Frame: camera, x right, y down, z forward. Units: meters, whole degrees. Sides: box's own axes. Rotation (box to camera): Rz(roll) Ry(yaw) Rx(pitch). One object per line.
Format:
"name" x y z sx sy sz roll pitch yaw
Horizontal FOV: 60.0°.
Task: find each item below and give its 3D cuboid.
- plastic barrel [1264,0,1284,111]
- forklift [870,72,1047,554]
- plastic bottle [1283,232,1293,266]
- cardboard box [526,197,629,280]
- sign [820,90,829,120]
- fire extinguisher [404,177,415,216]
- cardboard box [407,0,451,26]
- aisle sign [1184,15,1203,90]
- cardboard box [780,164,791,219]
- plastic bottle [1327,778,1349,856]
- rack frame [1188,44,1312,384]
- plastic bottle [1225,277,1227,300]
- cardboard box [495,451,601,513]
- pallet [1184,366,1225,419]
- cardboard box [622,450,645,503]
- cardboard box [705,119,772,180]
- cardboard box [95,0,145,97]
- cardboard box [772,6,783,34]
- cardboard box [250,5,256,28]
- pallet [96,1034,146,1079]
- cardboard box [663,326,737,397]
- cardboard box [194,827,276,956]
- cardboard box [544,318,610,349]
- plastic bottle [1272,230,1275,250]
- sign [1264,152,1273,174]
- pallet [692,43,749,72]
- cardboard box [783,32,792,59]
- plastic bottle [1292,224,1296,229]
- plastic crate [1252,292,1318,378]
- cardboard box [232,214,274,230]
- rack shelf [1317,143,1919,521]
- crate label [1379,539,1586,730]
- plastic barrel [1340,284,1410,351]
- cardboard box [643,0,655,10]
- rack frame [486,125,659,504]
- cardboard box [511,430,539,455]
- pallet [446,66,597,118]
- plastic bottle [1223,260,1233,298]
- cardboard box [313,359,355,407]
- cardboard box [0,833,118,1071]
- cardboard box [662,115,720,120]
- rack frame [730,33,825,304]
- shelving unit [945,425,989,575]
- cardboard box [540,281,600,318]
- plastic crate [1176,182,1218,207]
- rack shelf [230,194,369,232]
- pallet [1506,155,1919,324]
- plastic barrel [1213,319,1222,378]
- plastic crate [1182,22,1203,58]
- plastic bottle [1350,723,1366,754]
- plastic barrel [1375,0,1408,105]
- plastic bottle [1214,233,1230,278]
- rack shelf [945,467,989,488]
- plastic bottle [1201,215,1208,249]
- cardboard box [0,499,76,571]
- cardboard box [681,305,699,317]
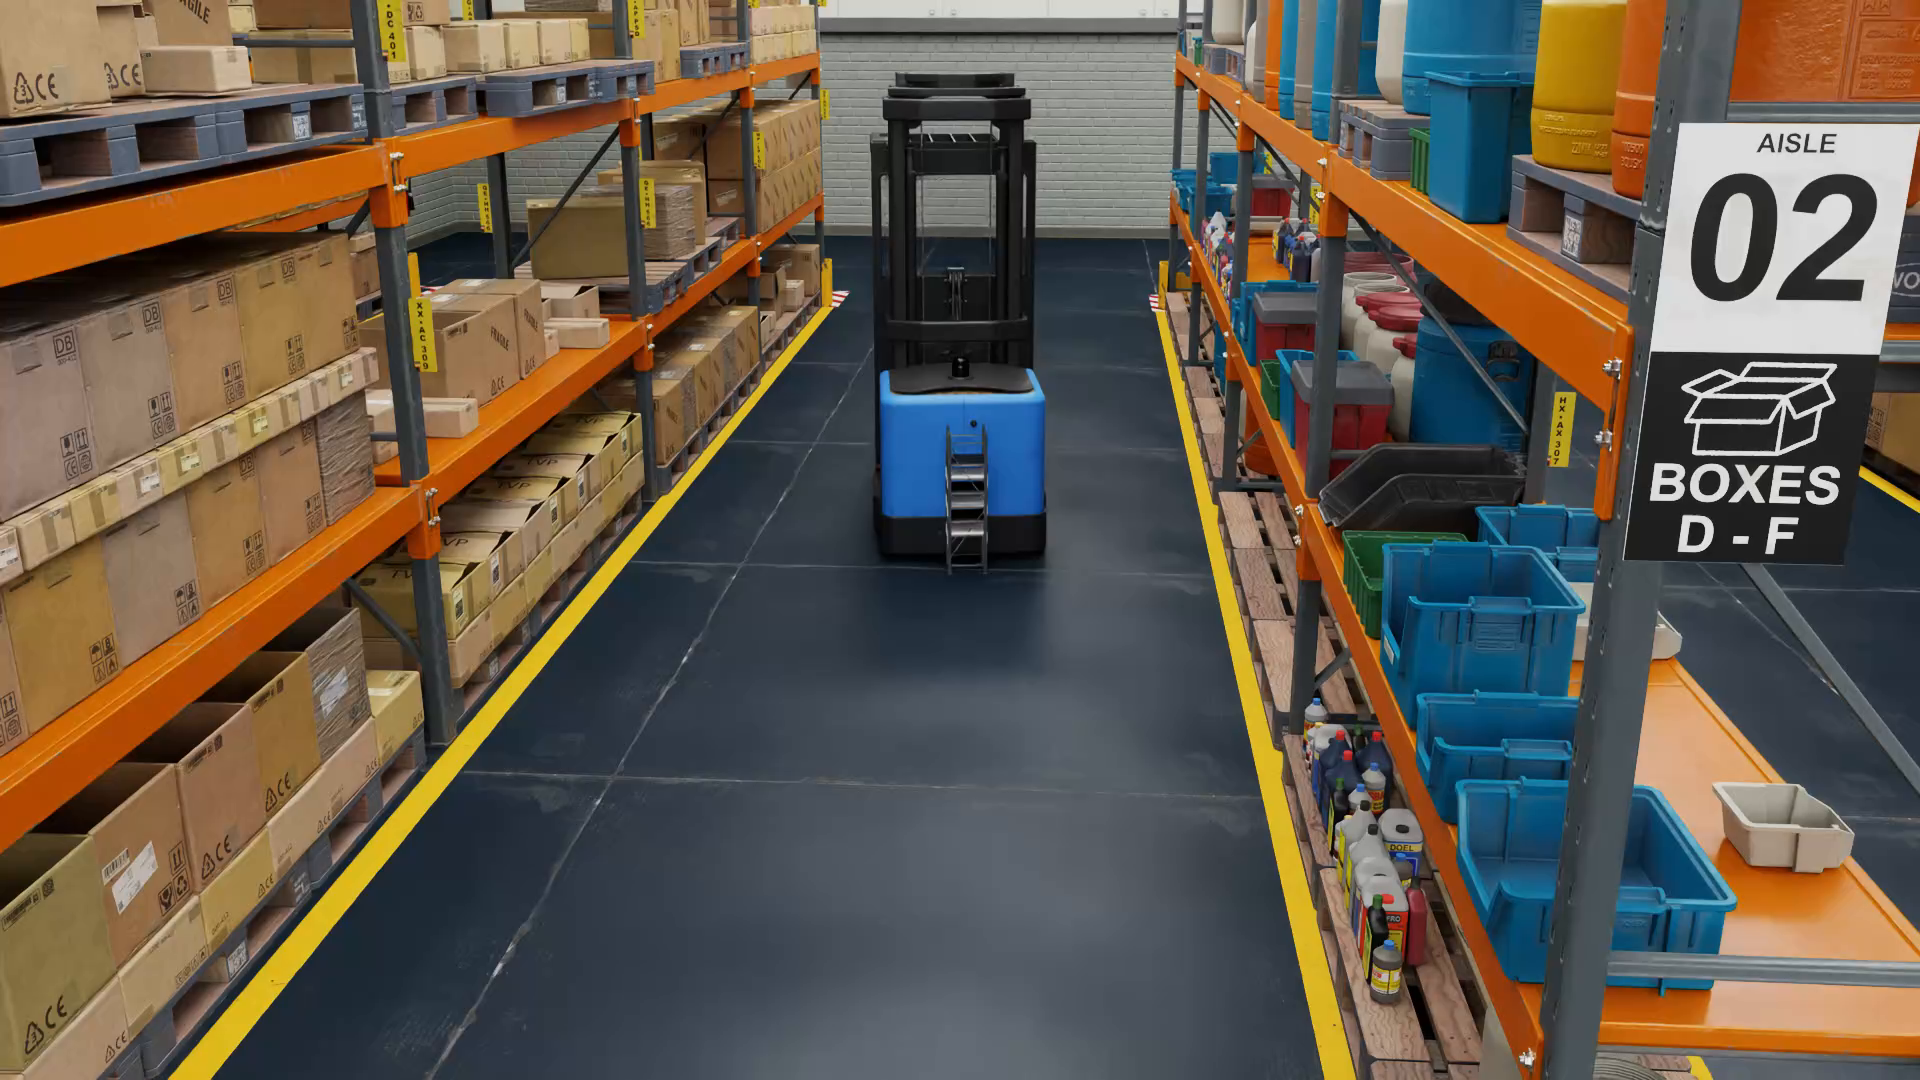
"plastic barrel" 1.978 -2.774 9.063 0.600 0.830 0.708 1 18 4
"forklift" -0.057 -1.714 11.447 1.130 2.935 3.031 -1 18 -3
"plastic bottle" 2.693 -2.376 13.563 0.097 0.271 0.097 0 18 0
"cardboard box" -2.708 -2.154 11.845 0.700 0.500 0.500 -5 19 -15
"sign" -1.515 -4.875 18.618 0.100 0.325 0.005 1 18 4
"fire extinguisher" -6.537 -4.126 19.420 0.296 0.674 0.183 1 18 4
"cardboard box" -2.826 -2.745 8.028 0.500 0.500 0.500 3 18 9
"aisle sign" 2.582 -5.346 18.247 0.394 0.787 0.004 1 18 4
"cardboard box" -1.974 -3.466 16.521 0.500 0.500 0.500 1 18 4
"plastic bottle" 1.474 1.077 6.474 0.061 0.283 0.133 2 18 6
"rack frame" 2.587 -2.840 14.772 1.000 3.000 0.127 1 18 4
"plastic bottle" 1.967 -1.836 12.028 0.097 0.201 0.097 0 18 0
"cardboard box" -2.502 -0.382 10.112 0.500 0.311 0.500 1 18 4
"pallet" 2.490 -1.276 14.478 1.003 0.211 1.213 1 18 4
"cardboard box" -2.435 -0.433 11.169 0.500 0.250 0.500 2 18 5
"cardboard box" -2.039 -3.614 15.369 0.500 0.500 0.500 2 18 5
"cardboard box" -3.171 -1.699 5.408 0.797 0.503 0.637 3 18 10
"cardboard box" -1.990 -4.999 15.983 0.500 0.250 0.500 1 18 4
"cardboard box" -6.932 -5.029 16.041 0.500 0.250 0.500 1 18 3
"pallet" -3.201 1.862 4.901 1.003 0.211 1.213 1 18 4
"cardboard box" -2.184 -1.504 14.003 0.500 0.500 0.500 2 18 5
"cardboard box" -2.845 1.255 6.016 0.500 0.250 0.500 1 18 4
"cardboard box" -2.429 -1.304 10.489 0.380 0.149 0.250 1 18 4
"plastic bottle" 2.755 -2.613 14.398 0.097 0.201 0.097 0 18 0
"sign" 3.423 -4.152 18.516 0.100 0.325 0.005 1 18 4
"pallet" -2.471 -4.087 14.062 1.213 0.211 1.003 1 18 4
"cardboard box" -1.962 -4.917 16.535 0.500 0.250 0.500 1 18 4
"plastic bottle" 2.855 -2.538 14.049 0.152 0.276 0.135 1 18 4
"plastic crate" 1.879 -1.133 9.460 0.402 0.464 0.583 1 18 4
"cardboard box" -7.240 -3.371 15.913 0.980 0.700 0.700 2 18 5
"rack shelf" 1.870 -0.817 4.938 1.077 0.370 4.000 1 18 4
"crate label" 1.588 0.293 5.155 0.502 0.435 0.616 1 18 4
"plastic barrel" 2.409 -1.195 9.574 0.421 0.512 0.421 0 18 0
"cardboard box" -2.530 -4.109 12.063 0.500 0.500 0.500 1 18 4
"rack frame" -2.641 -1.709 11.322 1.000 3.000 0.127 1 18 4
"cardboard box" -3.000 -0.549 10.622 0.500 0.311 0.500 1 18 3
"pallet" -2.677 -2.485 9.174 1.003 0.211 1.213 2 18 6
"plastic bottle" 1.974 -1.899 12.109 0.097 0.271 0.097 0 18 0
"cardboard box" -2.753 -0.657 6.907 0.380 0.149 0.250 1 18 3
"cardboard box" -2.920 1.209 4.952 0.500 0.500 0.500 1 18 4
"cardboard box" -2.542 -3.796 15.924 0.500 0.500 0.500 1 18 3
"rack frame" -2.067 -4.194 18.904 1.000 3.000 0.127 1 18 4
"shelving unit" 0.040 -0.244 10.221 0.258 0.900 0.210 -1 18 -3
"cardboard box" -2.710 -1.555 10.994 0.500 0.311 0.500 2 18 7
"plastic crate" 2.433 -3.553 17.120 0.416 0.233 0.300 1 18 4
"rack shelf" -7.152 -3.340 17.455 1.077 0.370 4.000 1 18 4
"pallet" 1.883 -0.703 3.738 1.003 0.211 1.213 1 18 4
"plastic barrel" 2.531 -1.873 14.519 0.600 0.901 0.708 1 18 4
"plastic crate" 2.490 -5.010 16.677 0.504 0.338 0.767 1 18 4
"plastic bottle" 1.663 0.919 6.956 0.061 0.283 0.133 1 18 4
"plastic barrel" 1.786 -1.904 6.245 0.421 0.512 0.421 0 18 0
"plastic bottle" 2.061 -2.211 12.934 0.144 0.351 0.185 1 18 4
"rack shelf" 0.040 -0.383 10.176 0.258 0.077 0.200 -1 18 -3
"plastic bottle" 2.135 -2.680 14.472 0.061 0.283 0.133 1 18 4
"cardboard box" -2.899 -0.018 4.958 0.380 0.149 0.250 1 18 2
"cardboard box" -2.632 -1.828 14.992 0.500 0.500 0.500 0 18 1
